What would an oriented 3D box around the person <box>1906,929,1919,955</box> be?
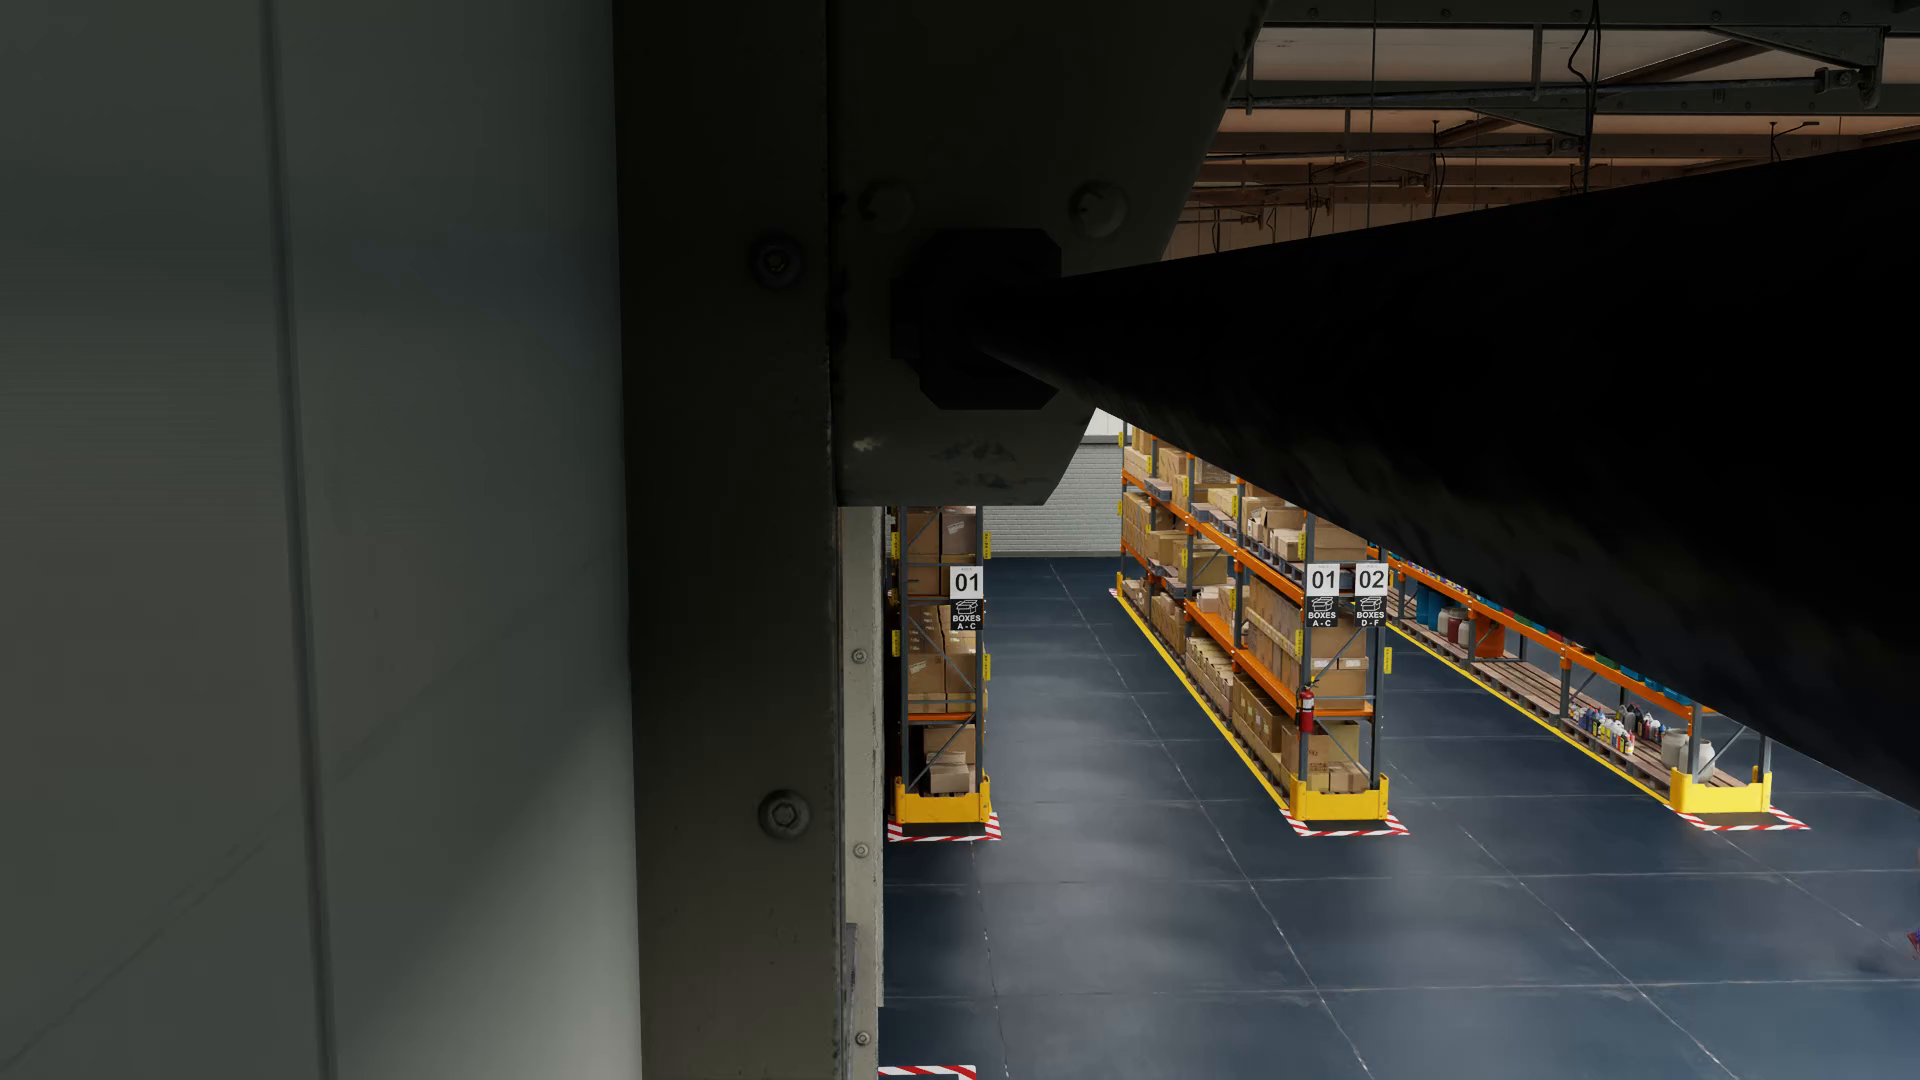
[{"bbox_3d":[9.373,3.350,15.730,0.668,1.634,0.602,4,9,26],"label":"person"}]
